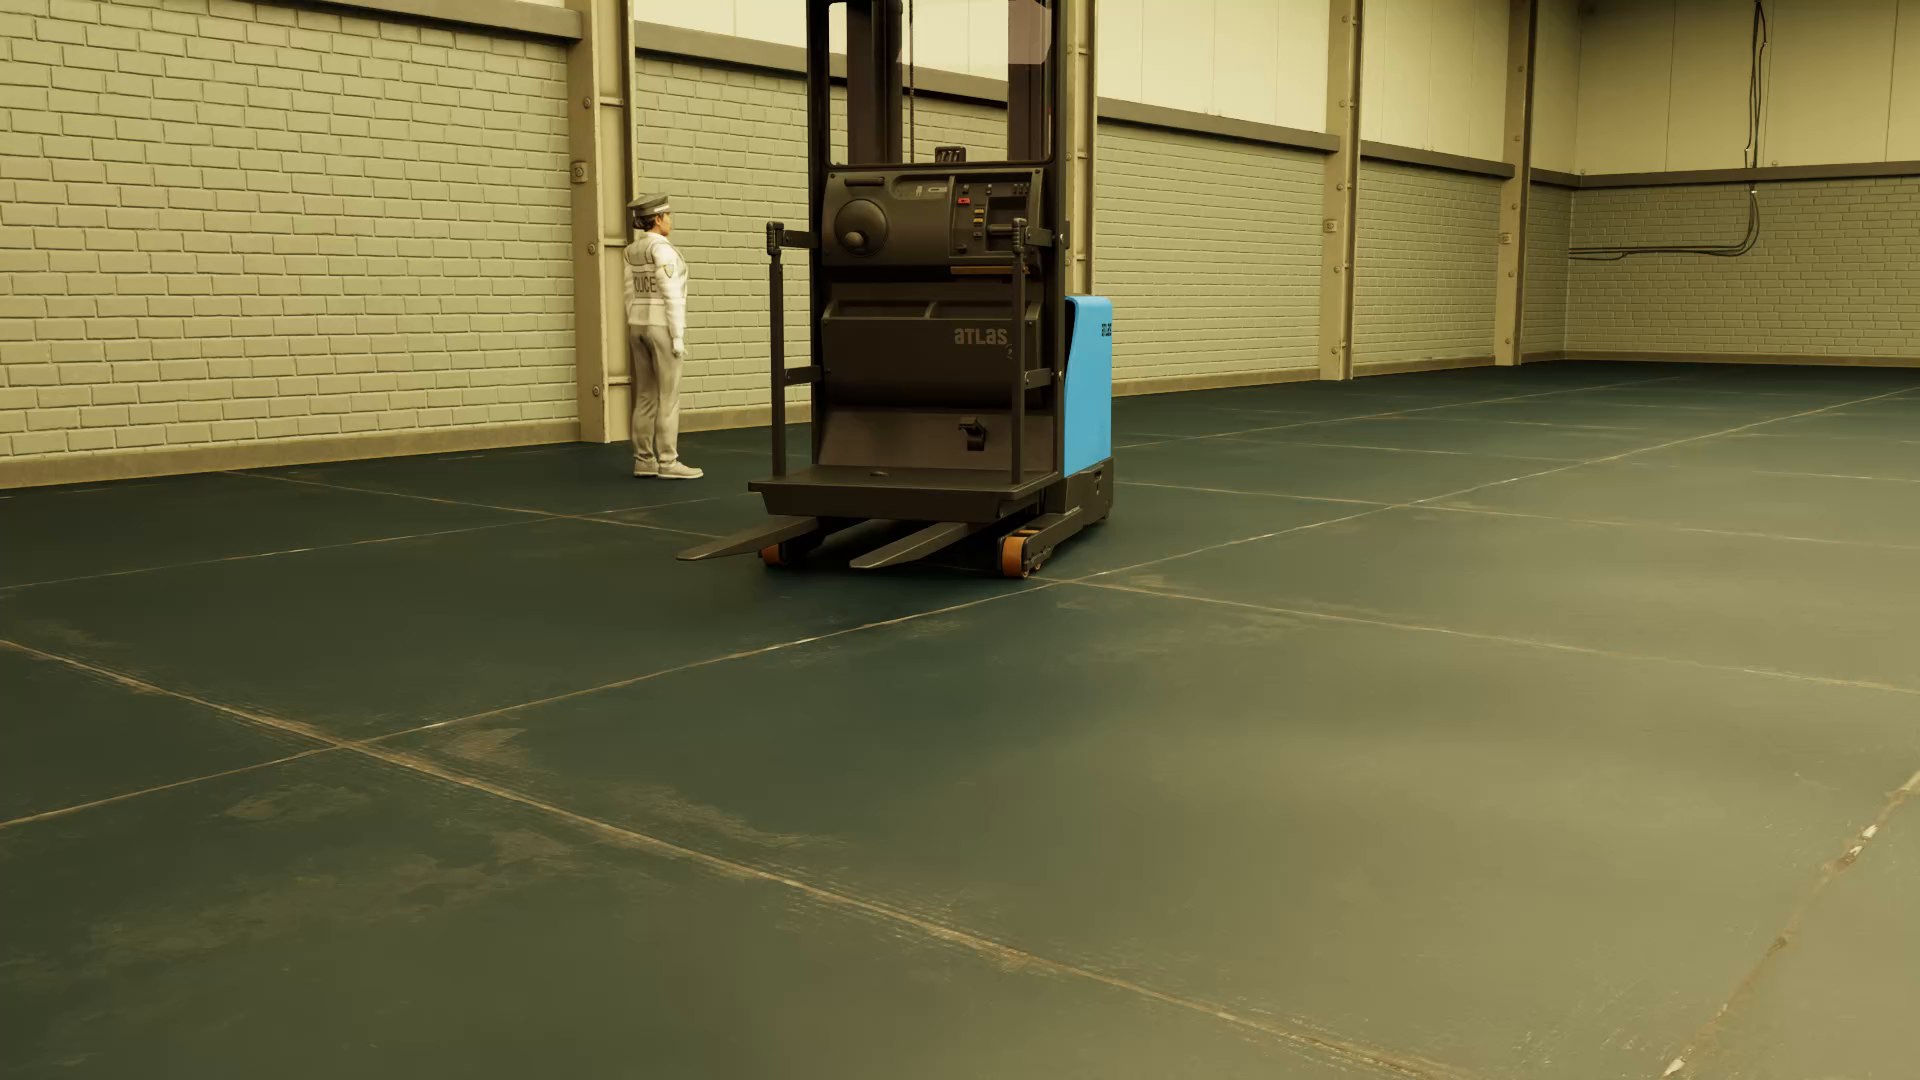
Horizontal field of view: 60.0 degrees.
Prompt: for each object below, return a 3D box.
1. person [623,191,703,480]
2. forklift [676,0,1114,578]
[{"bbox_3d":[-1.784,-1.211,9.861,0.336,1.692,0.464,-8,12,-44],"label":"person"},{"bbox_3d":[-0.176,-1.366,6.616,1.130,2.935,3.031,3,9,17],"label":"forklift"}]
